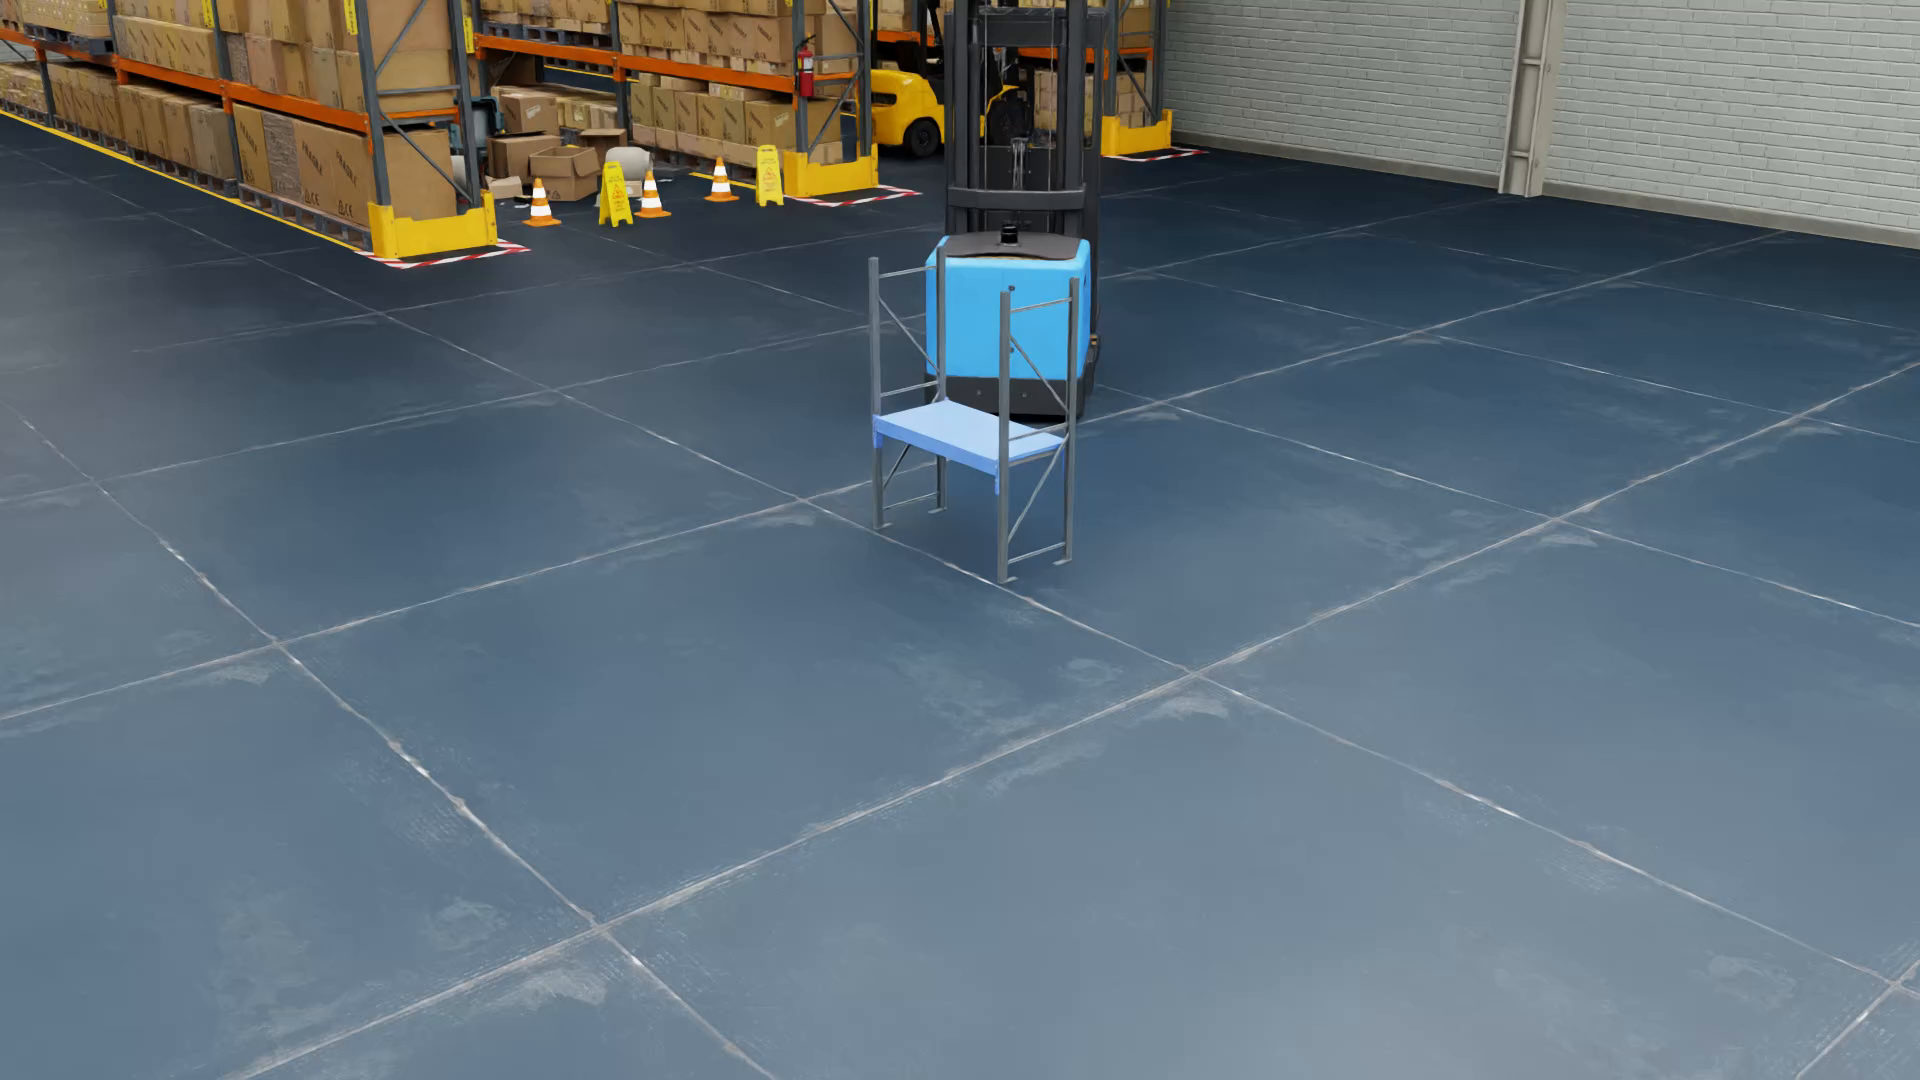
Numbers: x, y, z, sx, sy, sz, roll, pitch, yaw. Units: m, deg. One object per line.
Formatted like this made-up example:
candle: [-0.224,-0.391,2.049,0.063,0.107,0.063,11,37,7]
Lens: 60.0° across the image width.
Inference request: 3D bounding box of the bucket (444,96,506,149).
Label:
bucket: [-5.903,-5.050,20.168,0.726,0.611,0.620,-8,13,-19]

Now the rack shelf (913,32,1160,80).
rack shelf: [1.009,-6.856,23.362,1.077,0.370,4.000,-17,27,-37]

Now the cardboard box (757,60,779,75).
cardboard box: [-2.099,-5.435,19.092,0.380,0.149,0.250,-18,28,-38]

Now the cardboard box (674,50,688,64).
cardboard box: [-3.264,-5.925,20.343,0.380,0.149,0.250,-17,27,-37]

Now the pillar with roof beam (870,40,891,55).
pillar with roof beam: [-4.635,-10.472,23.381,9.100,9.000,0.400,-17,27,-37]

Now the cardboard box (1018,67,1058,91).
cardboard box: [1.103,-6.349,22.905,0.500,0.250,0.500,-17,27,-37]

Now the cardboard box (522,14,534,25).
cardboard box: [-5.911,-7.309,23.301,0.380,0.149,0.250,-16,26,-34]

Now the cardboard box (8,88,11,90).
cardboard box: [-14.749,-7.053,26.212,0.380,0.149,0.250,-17,27,-37]

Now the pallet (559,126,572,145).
pallet: [-5.364,-5.815,23.540,1.003,0.211,1.213,-17,27,-37]

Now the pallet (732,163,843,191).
pallet: [-1.996,-4.411,19.958,1.003,0.211,1.213,-17,27,-37]

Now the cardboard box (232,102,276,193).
cardboard box: [-7.381,-4.371,18.367,0.875,0.875,0.875,-17,27,-37]

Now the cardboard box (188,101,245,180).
cardboard box: [-8.212,-4.653,19.259,1.050,0.750,0.750,-18,27,-38]

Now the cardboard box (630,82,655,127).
cardboard box: [-3.874,-5.598,21.330,0.500,0.500,0.500,-16,26,-35]

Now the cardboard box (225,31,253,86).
cardboard box: [-7.488,-5.326,18.262,0.875,0.550,0.550,-17,27,-37]

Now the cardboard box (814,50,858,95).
cardboard box: [-2.078,-7.584,26.916,0.875,0.625,0.625,-16,27,-36]

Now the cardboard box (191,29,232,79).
cardboard box: [-8.281,-5.482,18.730,0.500,0.500,0.500,-18,27,-38]

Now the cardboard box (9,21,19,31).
cardboard box: [-14.053,-7.750,25.001,0.380,0.149,0.250,-19,28,-40]

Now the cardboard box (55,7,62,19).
cardboard box: [-11.860,-7.061,22.259,0.380,0.149,0.250,-17,27,-36]

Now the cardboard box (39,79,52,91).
cardboard box: [-13.390,-6.746,24.613,0.380,0.149,0.250,-17,27,-36]

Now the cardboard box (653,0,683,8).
cardboard box: [-3.307,-6.747,20.181,0.700,0.500,0.500,-18,28,-39]

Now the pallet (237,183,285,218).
pallet: [-7.301,-3.828,18.467,1.003,0.211,1.213,-17,27,-37]

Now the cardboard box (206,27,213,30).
cardboard box: [-8.067,-6.003,18.689,0.700,0.500,0.500,-18,28,-38]

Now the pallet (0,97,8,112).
pallet: [-15.018,-7.118,26.868,1.003,0.211,1.213,-17,27,-37]

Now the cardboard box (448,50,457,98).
cardboard box: [-7.632,-7.330,25.924,0.875,0.875,0.875,-17,27,-37]

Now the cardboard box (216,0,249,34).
cardboard box: [-7.523,-5.817,18.037,0.875,0.550,0.550,-17,27,-37]

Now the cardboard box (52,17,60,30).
cardboard box: [-12.033,-6.995,22.500,0.380,0.149,0.250,-19,28,-40]

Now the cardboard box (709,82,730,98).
cardboard box: [-2.787,-5.411,19.962,0.380,0.149,0.250,-16,27,-35]

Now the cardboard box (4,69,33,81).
cardboard box: [-14.613,-7.231,25.850,0.380,0.149,0.250,-17,27,-37]

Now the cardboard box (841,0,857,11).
cardboard box: [-1.481,-8.265,25.492,0.500,0.250,0.500,-17,27,-36]

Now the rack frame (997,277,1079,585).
rack frame: [0.388,-0.534,8.292,0.500,1.500,0.032,-17,27,-37]

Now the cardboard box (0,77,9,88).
cardboard box: [-14.976,-7.239,26.278,0.380,0.149,0.250,-16,27,-36]

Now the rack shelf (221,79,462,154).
rack shelf: [-6.433,-4.467,17.263,1.077,0.370,4.000,-17,27,-37]

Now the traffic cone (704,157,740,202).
traffic cone: [-2.701,-4.086,18.783,0.336,0.463,0.334,-17,27,-37]

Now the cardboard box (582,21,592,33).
cardboard box: [-4.758,-6.793,21.984,0.380,0.149,0.250,-18,28,-39]

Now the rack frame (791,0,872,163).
rack frame: [-1.443,-5.456,18.801,1.000,3.000,0.127,-17,27,-37]

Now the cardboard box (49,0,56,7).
cardboard box: [-12.028,-7.272,22.390,0.380,0.149,0.250,-16,27,-36]

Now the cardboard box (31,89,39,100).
cardboard box: [-13.593,-6.655,24.787,0.380,0.149,0.250,-19,28,-40]

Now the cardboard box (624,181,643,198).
cardboard box: [-3.829,-4.010,19.017,0.380,0.149,0.250,-4,22,-10]

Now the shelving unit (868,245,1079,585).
shelving unit: [0.056,-0.675,8.650,0.538,1.500,1.048,-17,27,-37]

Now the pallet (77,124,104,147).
pallet: [-11.650,-5.715,23.285,1.003,0.211,1.213,-17,27,-37]

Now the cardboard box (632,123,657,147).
cardboard box: [-3.874,-5.249,21.467,0.500,0.250,0.500,-19,28,-40]

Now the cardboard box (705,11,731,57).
cardboard box: [-2.653,-6.004,19.655,0.500,0.500,0.500,-18,27,-38]

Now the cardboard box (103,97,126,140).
cardboard box: [-10.977,-5.611,22.049,0.500,0.500,0.500,-18,27,-38]

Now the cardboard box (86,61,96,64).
cardboard box: [-12.282,-6.800,24.057,0.500,0.250,0.500,-18,28,-39]

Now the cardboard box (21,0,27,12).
cardboard box: [-13.052,-7.564,23.543,0.380,0.149,0.250,-17,27,-37]

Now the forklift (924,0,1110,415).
forklift: [0.466,-2.678,11.802,1.130,2.935,3.031,3,22,7]

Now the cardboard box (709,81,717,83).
cardboard box: [-3.131,-5.586,21.299,0.500,0.500,0.500,-17,27,-36]

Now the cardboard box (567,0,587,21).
cardboard box: [-4.854,-7.151,22.009,0.500,0.500,0.500,-17,27,-37]

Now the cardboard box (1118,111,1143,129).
cardboard box: [2.142,-5.736,22.711,0.500,0.250,0.500,-17,27,-37]

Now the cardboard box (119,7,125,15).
cardboard box: [-11.033,-7.075,22.296,0.380,0.149,0.250,-17,27,-37]

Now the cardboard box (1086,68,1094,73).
cardboard box: [1.816,-6.334,22.867,0.500,0.250,0.500,-17,27,-37]
